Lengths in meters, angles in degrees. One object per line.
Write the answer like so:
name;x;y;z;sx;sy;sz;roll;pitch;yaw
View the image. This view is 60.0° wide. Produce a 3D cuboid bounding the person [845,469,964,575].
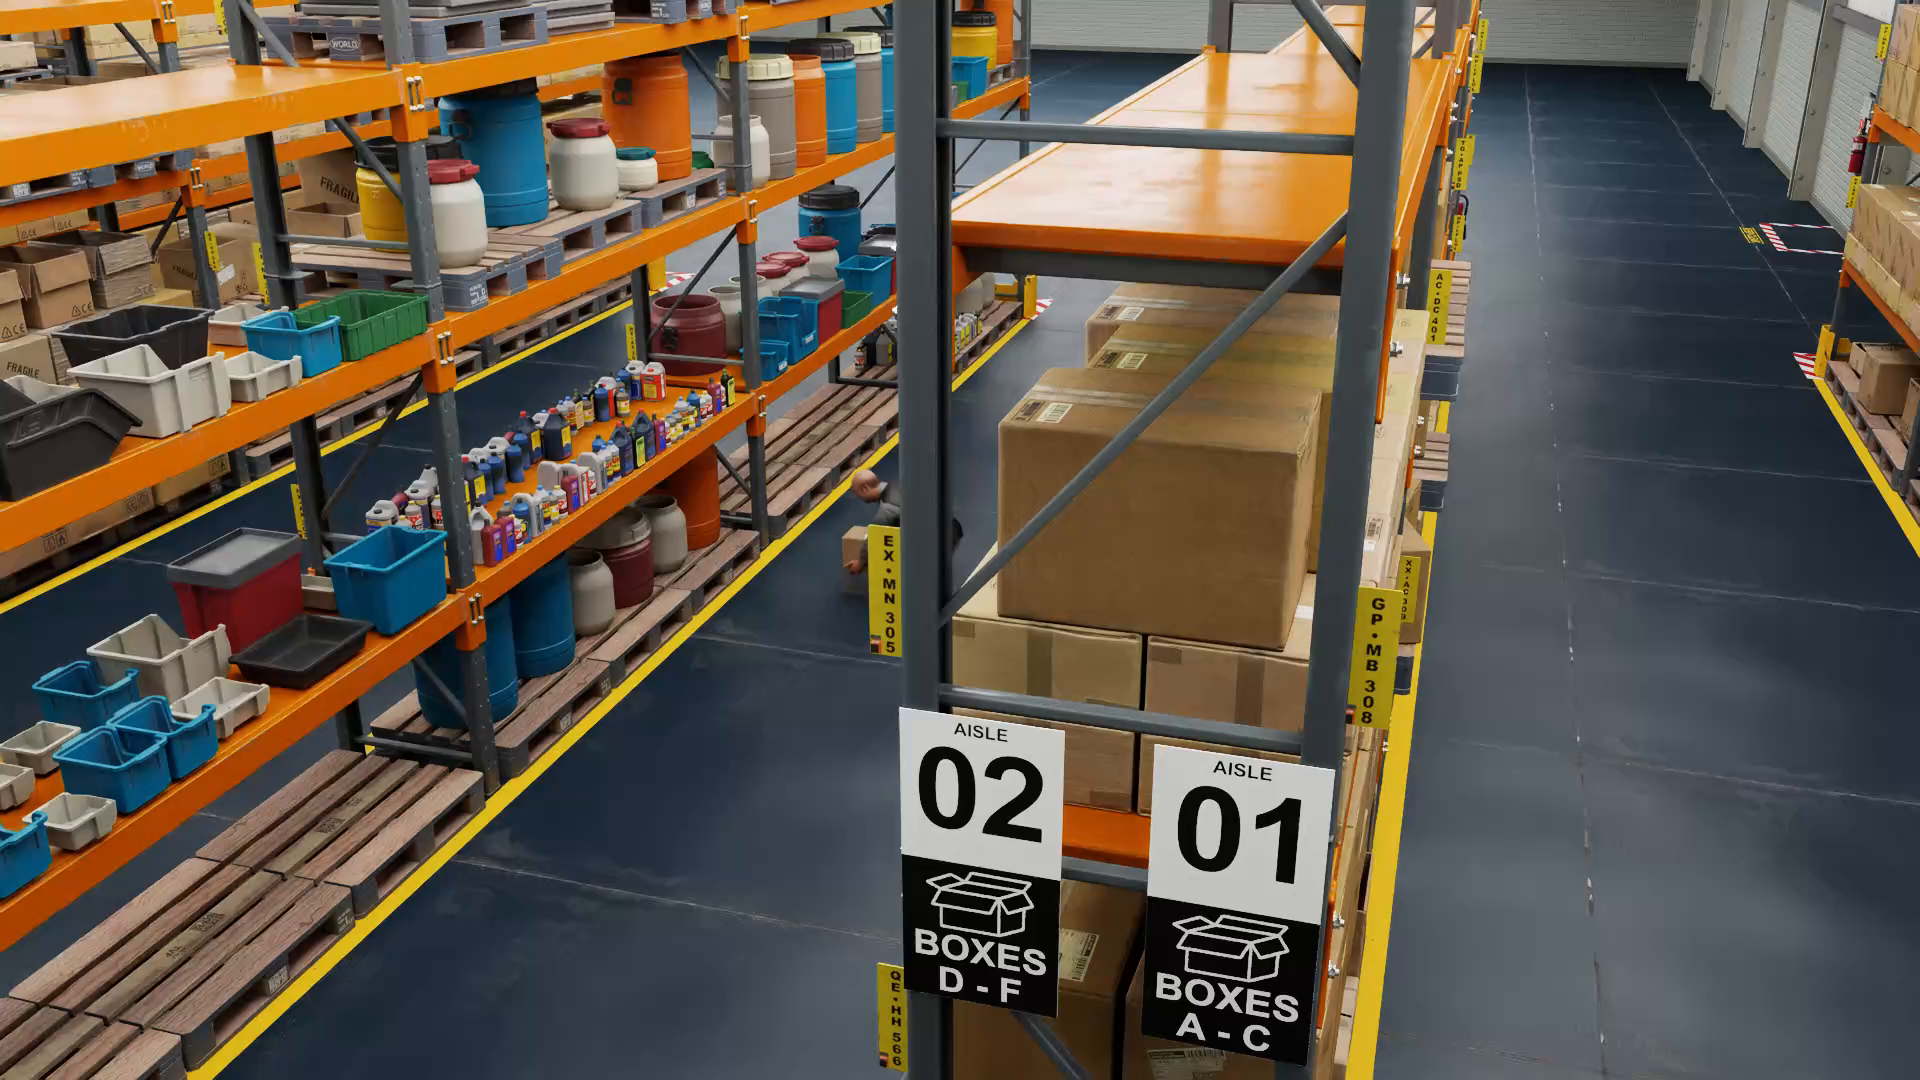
person;-0.414;-0.040;12.248;0.843;0.974;0.515;6;23;15
